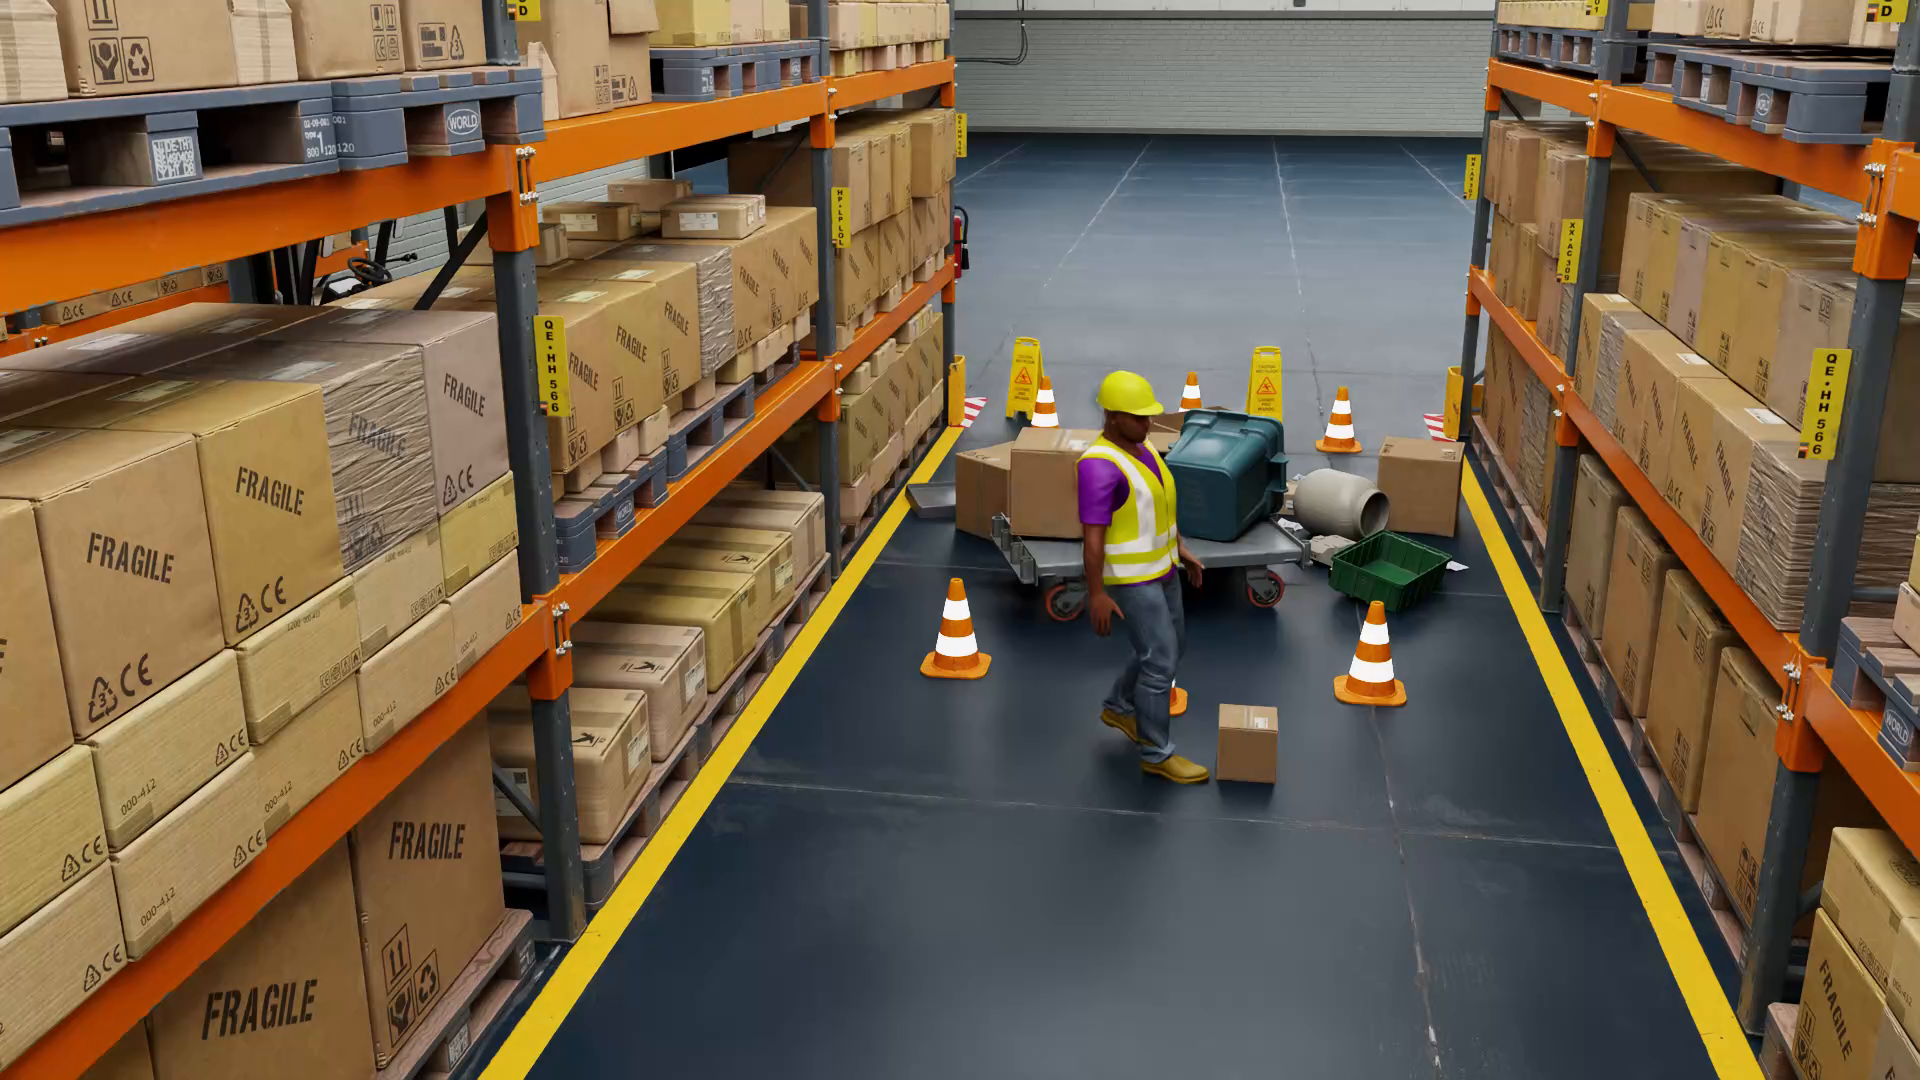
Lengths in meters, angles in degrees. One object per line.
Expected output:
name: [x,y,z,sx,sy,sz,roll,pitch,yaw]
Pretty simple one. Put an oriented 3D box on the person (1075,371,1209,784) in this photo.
person: [0.817,0.157,7.054,0.602,1.757,0.665,8,19,23]
